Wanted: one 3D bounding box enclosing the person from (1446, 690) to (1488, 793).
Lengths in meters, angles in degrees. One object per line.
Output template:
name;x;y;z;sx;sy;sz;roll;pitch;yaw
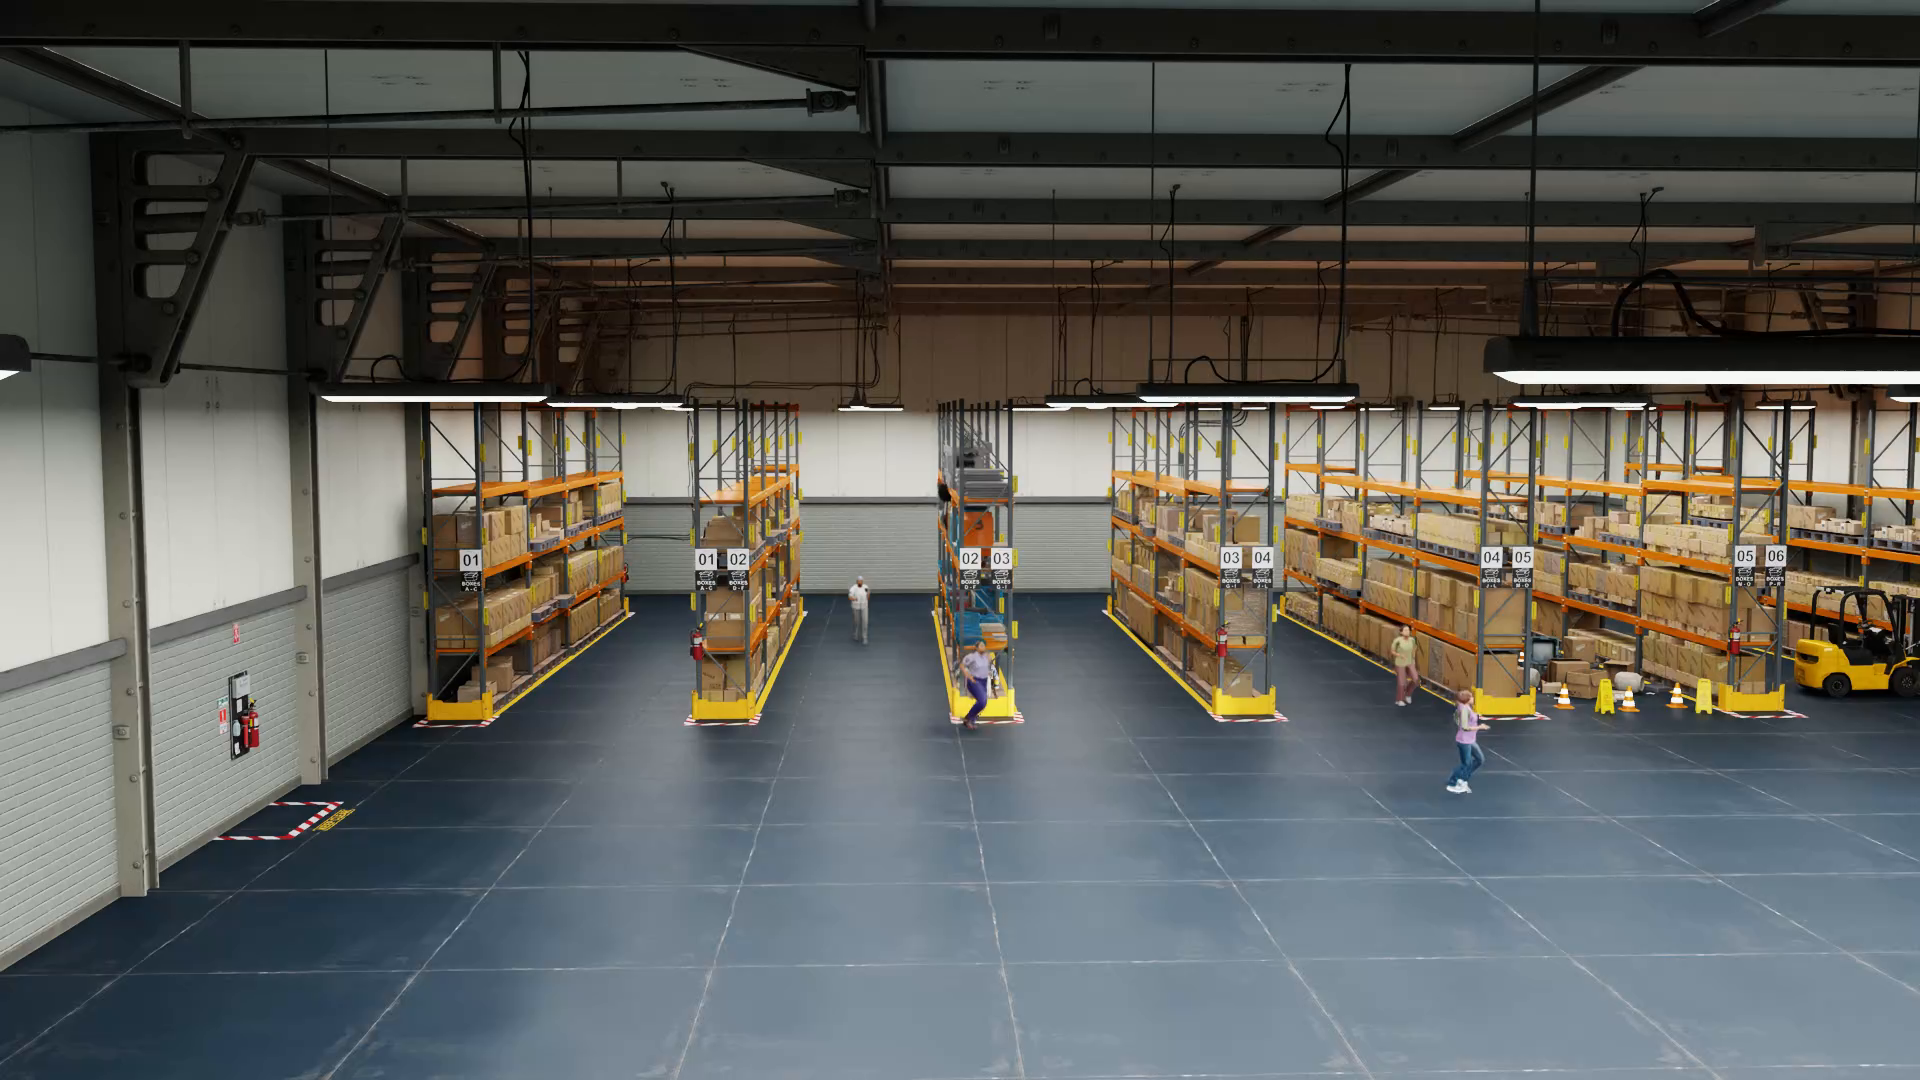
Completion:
person;7.630;3.031;24.954;0.615;1.582;0.519;2;5;24

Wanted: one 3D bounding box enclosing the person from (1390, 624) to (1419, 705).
person;8.680;2.445;32.434;0.598;1.615;0.639;-1;4;-8

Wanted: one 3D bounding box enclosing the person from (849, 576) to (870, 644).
person;-2.521;1.723;41.683;0.568;1.684;0.901;-1;4;-11

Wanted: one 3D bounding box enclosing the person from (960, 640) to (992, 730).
person;0.347;2.629;30.143;0.559;1.602;0.634;3;5;38
